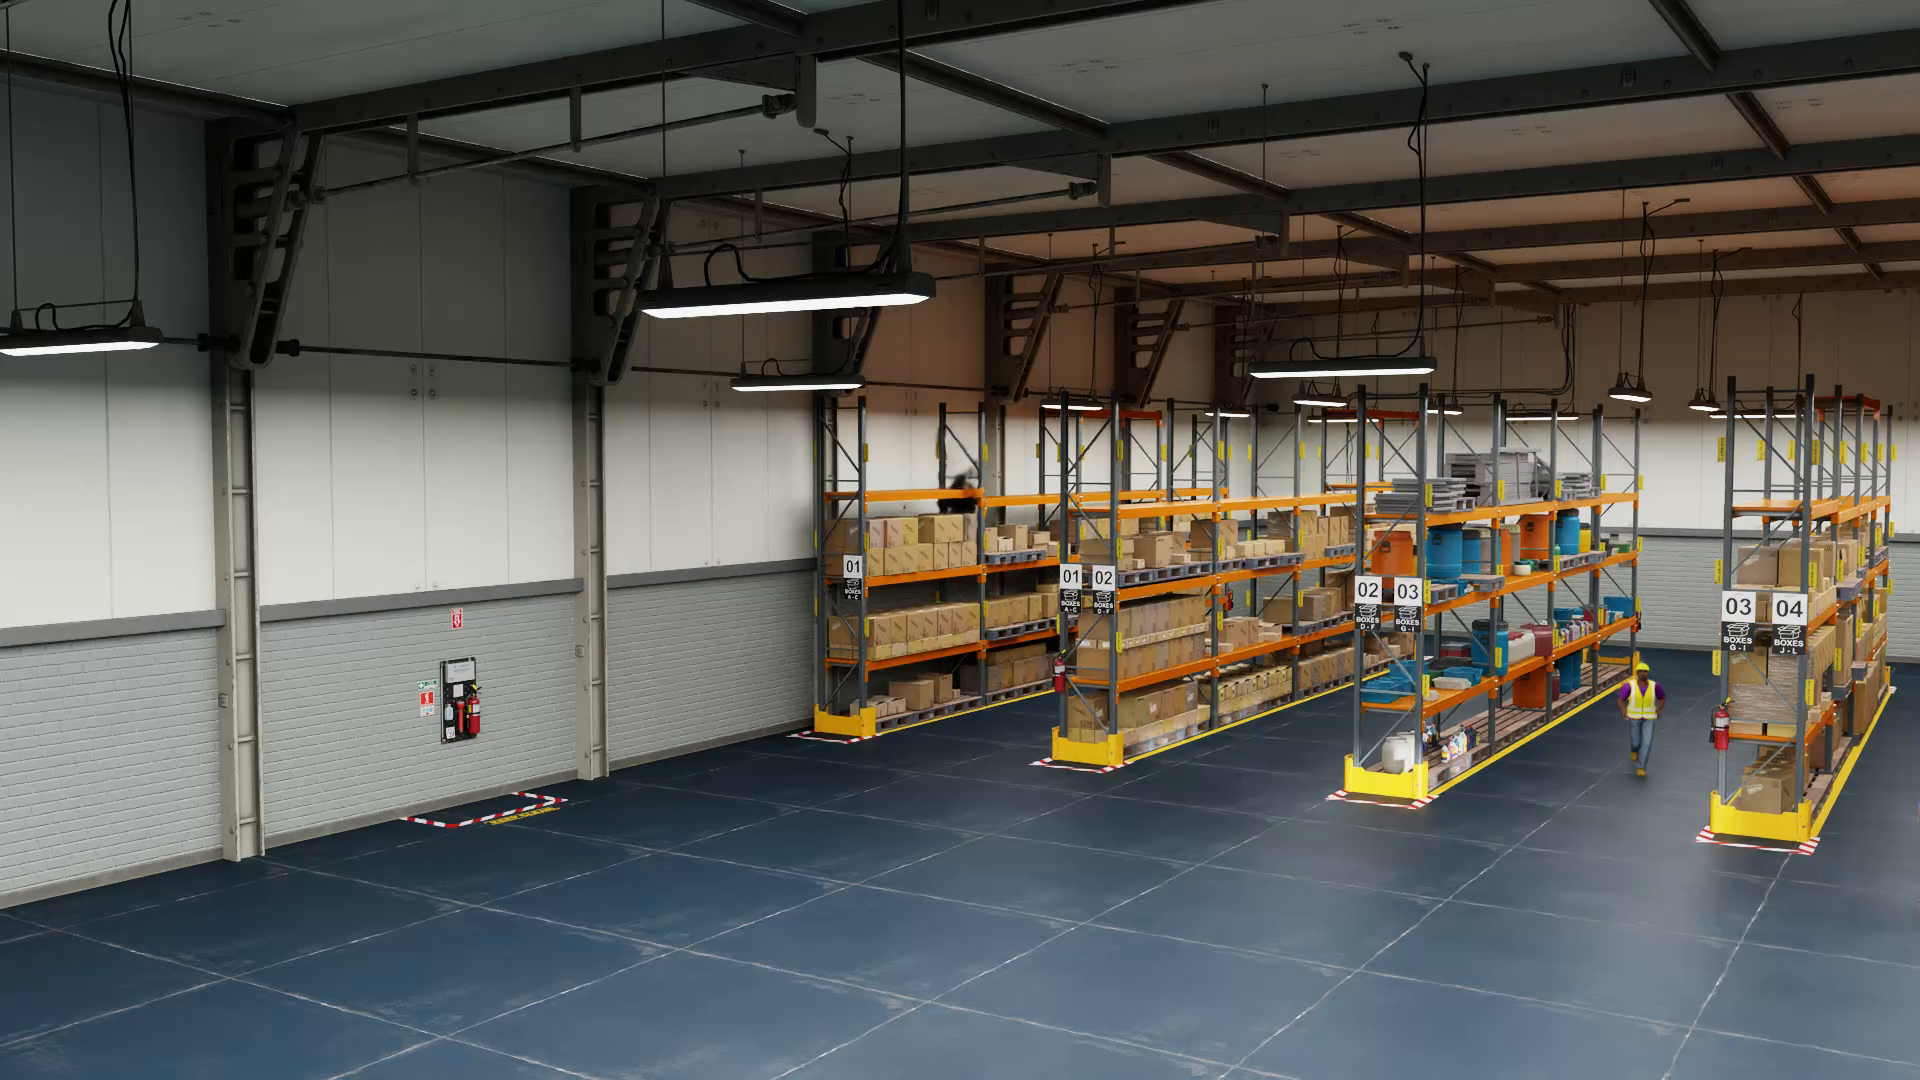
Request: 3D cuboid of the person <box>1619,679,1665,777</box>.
[{"bbox_3d":[10.631,2.909,25.927,0.677,1.481,0.758,1,3,18],"label":"person"}]
